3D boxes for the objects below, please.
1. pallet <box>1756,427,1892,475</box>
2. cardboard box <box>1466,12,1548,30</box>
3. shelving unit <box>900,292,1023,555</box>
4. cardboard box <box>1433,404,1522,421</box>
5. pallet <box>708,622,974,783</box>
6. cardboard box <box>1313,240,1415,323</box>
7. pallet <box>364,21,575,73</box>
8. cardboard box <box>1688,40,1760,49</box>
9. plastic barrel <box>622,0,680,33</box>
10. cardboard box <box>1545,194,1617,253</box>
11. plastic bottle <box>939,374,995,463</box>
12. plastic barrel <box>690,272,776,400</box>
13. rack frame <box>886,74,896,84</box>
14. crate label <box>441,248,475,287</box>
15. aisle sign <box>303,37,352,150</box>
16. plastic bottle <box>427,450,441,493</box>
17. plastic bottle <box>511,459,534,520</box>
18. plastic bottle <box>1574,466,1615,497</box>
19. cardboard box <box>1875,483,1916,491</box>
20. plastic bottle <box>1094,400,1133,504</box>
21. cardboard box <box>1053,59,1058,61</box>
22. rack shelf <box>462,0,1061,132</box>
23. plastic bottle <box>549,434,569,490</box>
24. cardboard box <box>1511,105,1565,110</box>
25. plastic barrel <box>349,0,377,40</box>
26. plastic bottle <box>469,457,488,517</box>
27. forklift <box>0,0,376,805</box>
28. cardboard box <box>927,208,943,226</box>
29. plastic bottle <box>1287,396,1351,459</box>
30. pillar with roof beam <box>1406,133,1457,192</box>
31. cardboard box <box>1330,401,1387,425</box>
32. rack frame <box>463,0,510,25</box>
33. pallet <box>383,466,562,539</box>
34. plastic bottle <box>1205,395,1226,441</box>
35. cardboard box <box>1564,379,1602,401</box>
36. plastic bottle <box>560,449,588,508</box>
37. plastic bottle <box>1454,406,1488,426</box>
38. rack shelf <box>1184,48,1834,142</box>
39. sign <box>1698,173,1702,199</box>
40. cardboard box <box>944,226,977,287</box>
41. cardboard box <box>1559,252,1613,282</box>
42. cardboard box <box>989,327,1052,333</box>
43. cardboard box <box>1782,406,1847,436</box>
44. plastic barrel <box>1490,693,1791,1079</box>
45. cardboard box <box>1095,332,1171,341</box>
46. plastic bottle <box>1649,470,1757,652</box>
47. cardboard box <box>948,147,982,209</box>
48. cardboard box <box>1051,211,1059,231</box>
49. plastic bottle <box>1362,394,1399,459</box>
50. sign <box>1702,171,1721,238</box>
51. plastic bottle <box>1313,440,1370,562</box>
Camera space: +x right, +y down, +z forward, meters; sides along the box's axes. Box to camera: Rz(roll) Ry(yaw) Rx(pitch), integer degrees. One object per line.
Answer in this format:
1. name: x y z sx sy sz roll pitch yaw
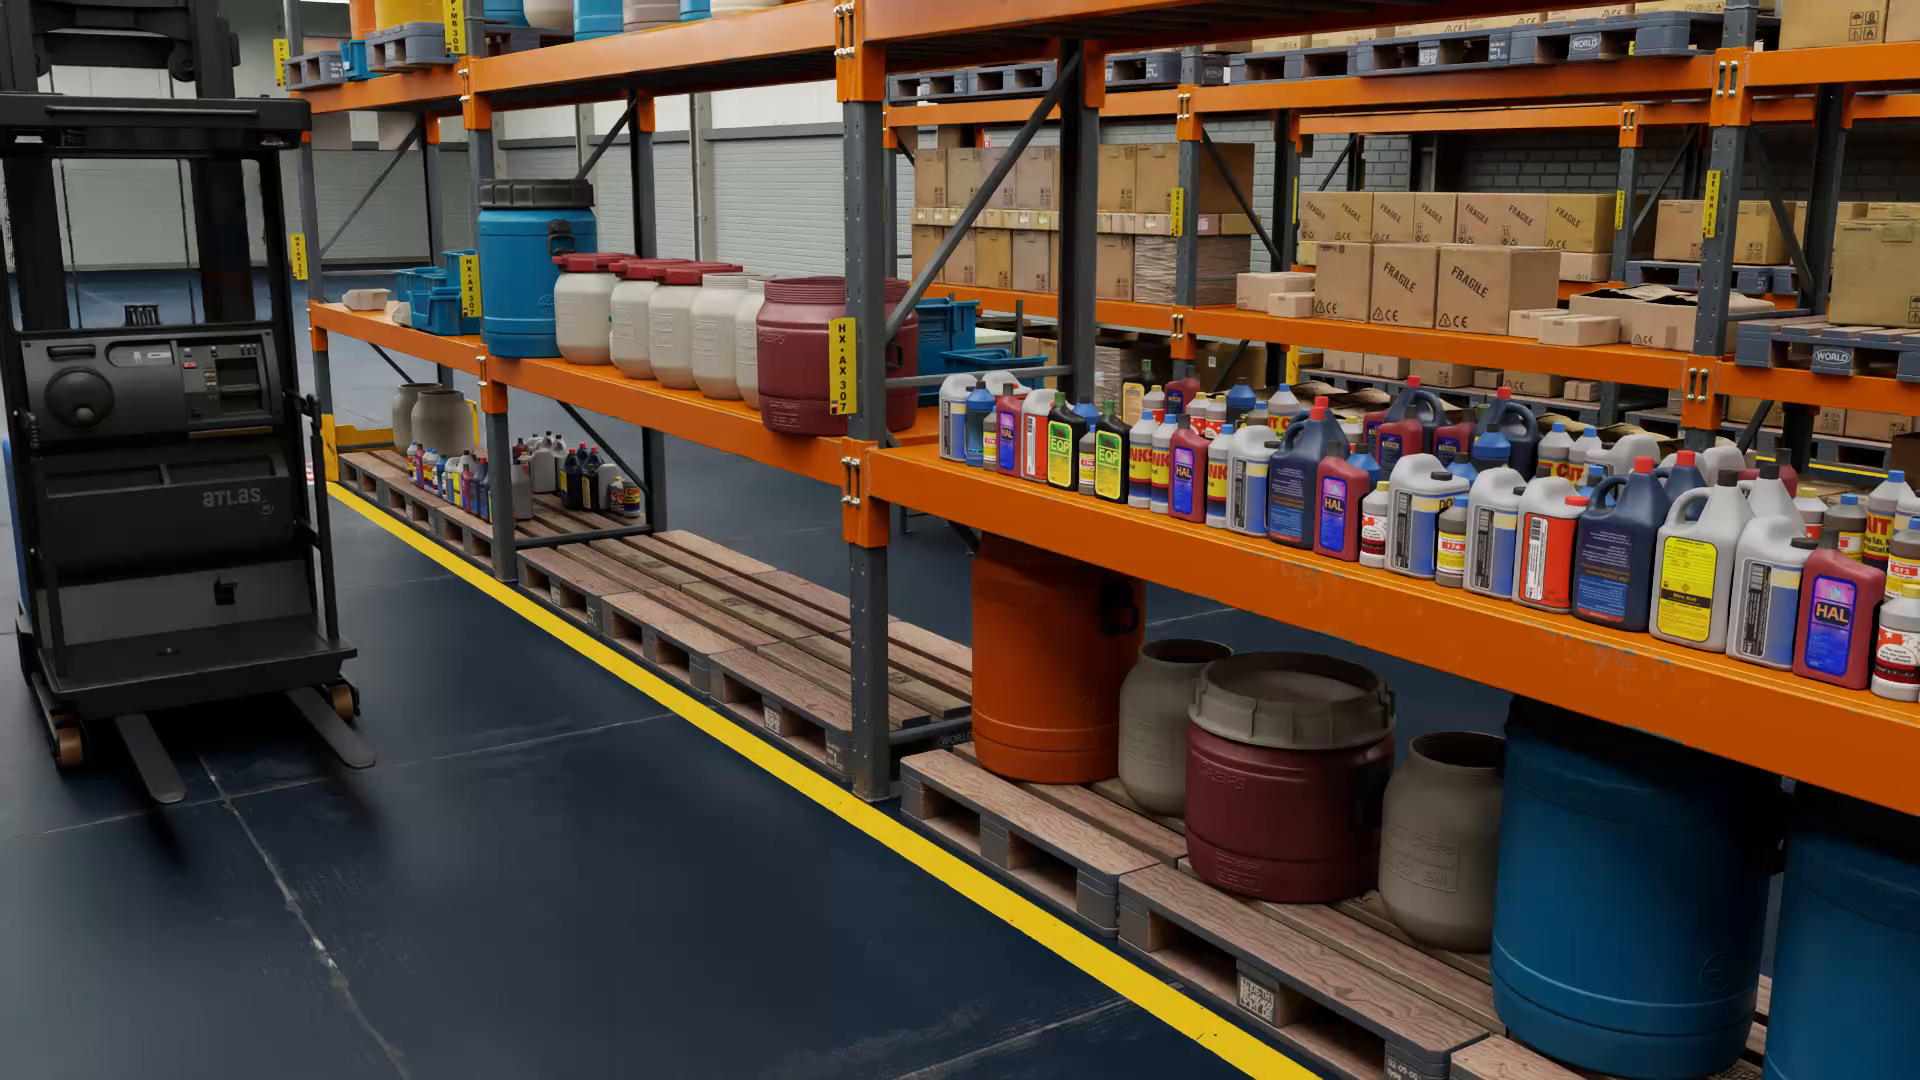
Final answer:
1. pallet: 7.199 -0.745 13.273 1.003 0.211 1.213 -8 15 -33
2. cardboard box: 3.270 -3.030 9.541 0.500 0.250 0.500 -8 15 -34
3. shelving unit: -0.004 -0.734 10.207 0.431 1.500 0.755 -8 15 -33
4. cardboard box: 3.271 -0.703 10.694 0.500 0.311 0.500 -8 15 -33
5. pallet: -0.342 0.641 6.934 1.003 0.211 1.213 -8 15 -33
6. cardboard box: 2.669 -1.692 10.844 0.500 0.500 0.500 -7 14 -29
7. pallet: -2.642 -2.780 9.472 1.213 0.211 1.003 -8 15 -33
8. cardboard box: 6.323 -4.075 13.737 0.500 0.500 0.500 -6 14 -25
9. plastic barrel: -1.336 -2.819 8.036 0.600 0.901 0.600 0 12 0
10. cardboard box: 5.567 -2.813 14.752 0.500 0.500 0.500 -8 15 -33
11. plastic bottle: 0.026 -0.403 5.472 0.152 0.276 0.135 -8 15 -33
12. plastic barrel: -0.926 -0.866 7.037 0.421 0.512 0.421 0 12 0
13. rack frame: -0.252 -5.518 14.529 1.000 3.000 0.127 -8 15 -33
14. crate label: -3.132 -1.723 11.137 0.502 0.435 0.616 -8 15 -33
15. aisle sign: -4.661 -3.249 12.114 0.394 0.787 0.004 -8 15 -33
16. plastic bottle: -3.387 -0.445 10.733 0.097 0.271 0.097 0 12 0
17. plastic bottle: -2.638 -0.308 9.920 0.144 0.351 0.185 -8 15 -33
18. plastic bottle: 1.597 -0.085 4.195 0.097 0.201 0.097 0 12 0
19. cardboard box: 4.895 -0.019 8.250 0.500 0.500 0.500 -7 14 -31
20. plastic bottle: 0.446 -0.254 4.773 0.061 0.283 0.133 -8 15 -33
21. cardboard box: 1.157 -3.973 12.933 0.797 0.503 0.637 -6 14 -27
22. rack shelf: -1.053 -2.048 7.368 1.077 0.370 4.000 -8 15 -33
23. plastic bottle: -2.603 -0.513 10.855 0.144 0.351 0.185 -8 15 -33
24. cardboard box: 5.331 -4.138 14.963 0.500 0.500 0.500 -10 16 -37
25. plastic barrel: -4.002 -3.810 11.754 0.600 0.830 0.708 -8 15 -33
26. plastic bottle: -2.864 -0.325 9.998 0.144 0.351 0.185 -9 15 -36
27. forklift: -3.137 -0.667 6.552 1.130 2.935 3.031 -8 15 -32
28. cardboard box: -0.065 -2.811 14.441 0.380 0.149 0.250 -9 15 -34
29. plastic bottle: 0.932 -0.206 4.396 0.144 0.351 0.185 -8 15 -33
30. pillar with roof beam: 1.394 -5.573 14.782 9.100 9.000 0.400 -8 15 -33
31. cardboard box: 2.547 -0.727 10.804 0.500 0.311 0.500 -9 15 -35
32. rack frame: -2.161 -4.221 8.598 1.000 3.000 0.127 -8 15 -33
33. pallet: -3.178 -0.269 11.098 1.003 0.211 1.213 -8 15 -33
34. plastic bottle: 0.865 -0.379 5.538 0.097 0.201 0.097 0 12 0
35. cardboard box: 5.765 -1.385 15.275 0.380 0.166 0.250 -11 16 -40
36. plastic bottle: -2.383 -0.386 10.278 0.144 0.351 0.185 -8 15 -33
37. plastic bottle: 1.444 -0.240 4.711 0.061 0.283 0.133 -8 15 -33
38. rack shelf: 3.073 -2.634 10.046 1.077 0.370 4.000 -8 15 -33
39. sign: 6.547 -3.094 14.780 0.100 0.325 0.005 -8 15 -33
40. cardboard box: 0.291 -2.458 14.348 0.700 0.500 0.500 -8 14 -31
41. cardboard box: 5.572 -2.447 14.836 0.500 0.250 0.500 -8 15 -33
42. cardboard box: 0.427 -1.517 13.977 0.500 0.500 0.500 -8 15 -33
43. cardboard box: 7.085 -1.146 13.401 0.700 0.500 0.500 -8 15 -32
44. plastic barrel: 1.592 0.728 3.939 0.600 0.901 0.708 -8 15 -33
45. cardboard box: 1.414 -1.401 13.445 0.500 0.500 0.500 -8 15 -33
46. plastic bottle: 1.490 0.032 3.308 0.144 0.351 0.185 -8 15 -33
47. cardboard box: 0.322 -3.083 14.166 0.700 0.500 0.500 -9 15 -34
48. cardboard box: 0.933 -2.490 12.975 0.380 0.149 0.250 -8 14 -31
49. plastic bottle: 1.268 -0.297 4.970 0.061 0.283 0.133 -8 15 -33
50. sign: 3.721 -1.663 8.237 0.100 0.325 0.005 -8 15 -33
51. plastic bottle: 0.933 -0.097 4.059 0.061 0.283 0.133 -8 15 -33
